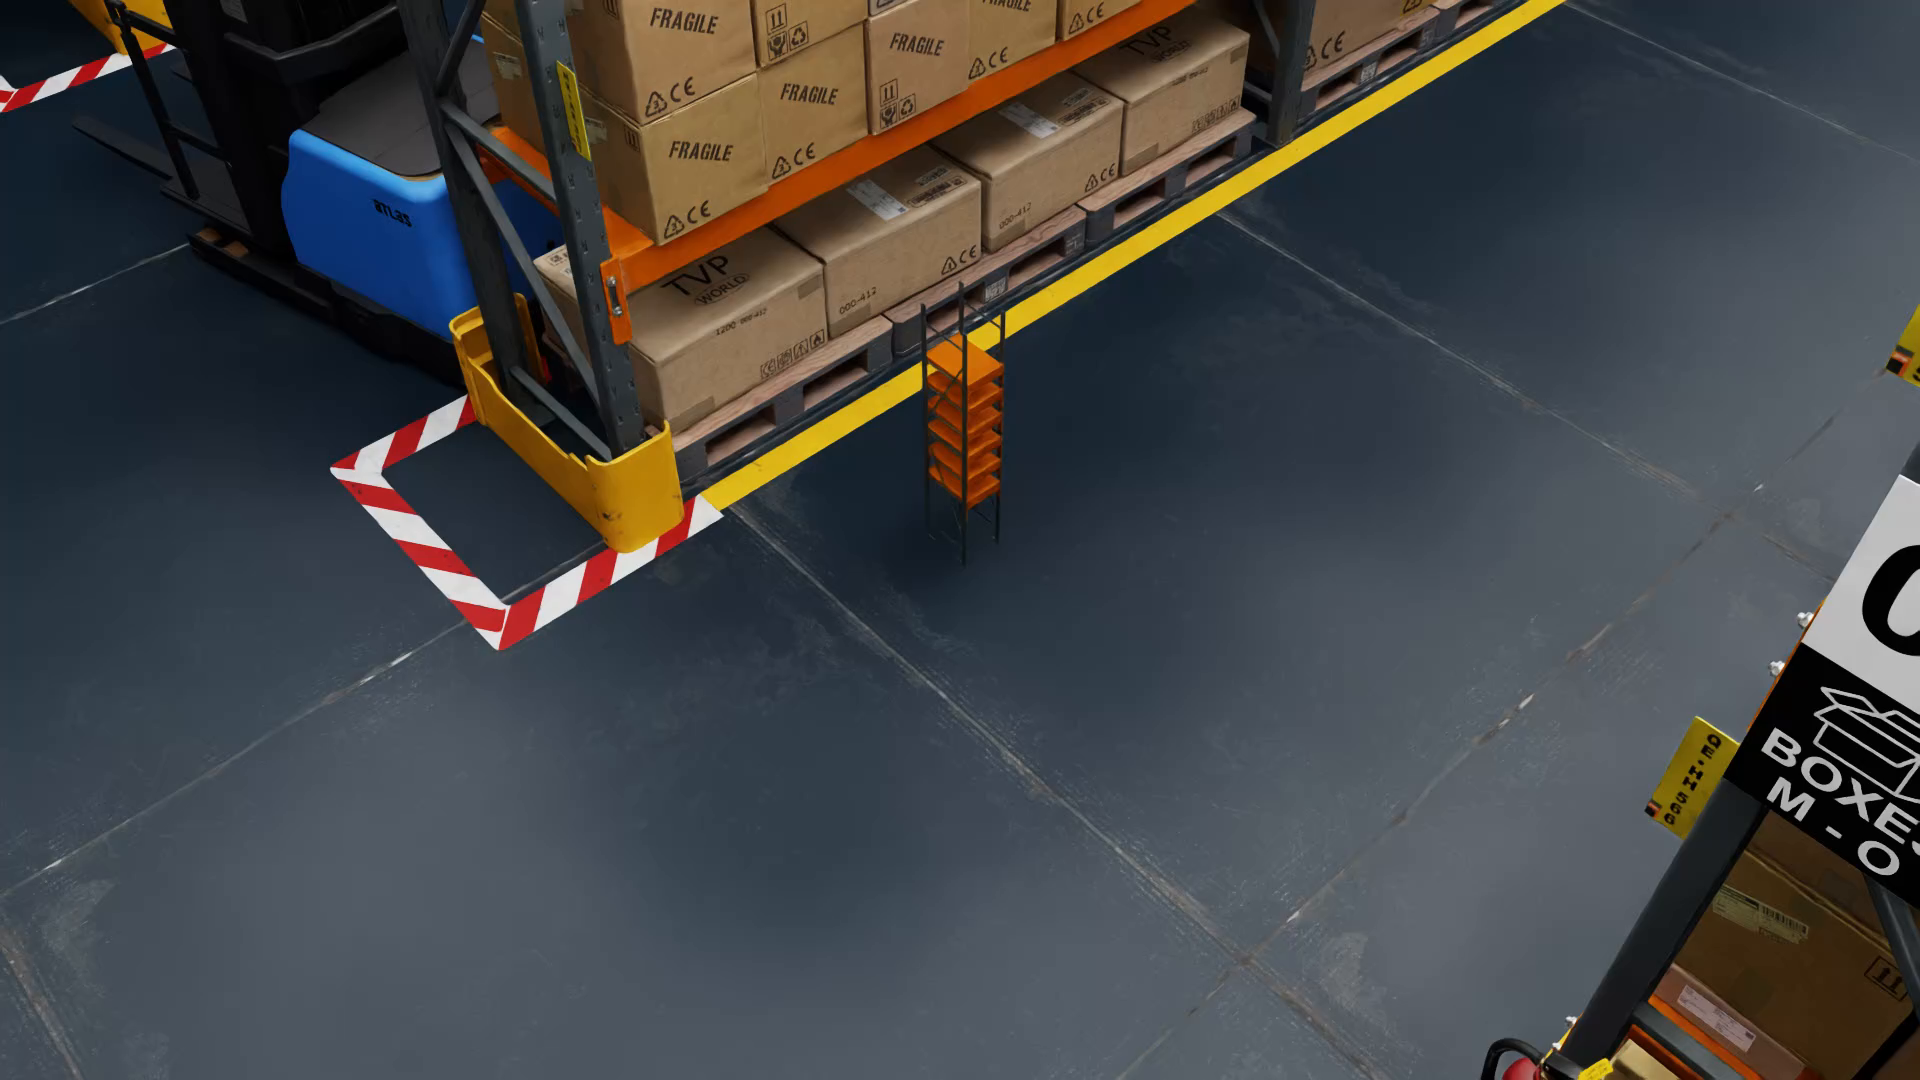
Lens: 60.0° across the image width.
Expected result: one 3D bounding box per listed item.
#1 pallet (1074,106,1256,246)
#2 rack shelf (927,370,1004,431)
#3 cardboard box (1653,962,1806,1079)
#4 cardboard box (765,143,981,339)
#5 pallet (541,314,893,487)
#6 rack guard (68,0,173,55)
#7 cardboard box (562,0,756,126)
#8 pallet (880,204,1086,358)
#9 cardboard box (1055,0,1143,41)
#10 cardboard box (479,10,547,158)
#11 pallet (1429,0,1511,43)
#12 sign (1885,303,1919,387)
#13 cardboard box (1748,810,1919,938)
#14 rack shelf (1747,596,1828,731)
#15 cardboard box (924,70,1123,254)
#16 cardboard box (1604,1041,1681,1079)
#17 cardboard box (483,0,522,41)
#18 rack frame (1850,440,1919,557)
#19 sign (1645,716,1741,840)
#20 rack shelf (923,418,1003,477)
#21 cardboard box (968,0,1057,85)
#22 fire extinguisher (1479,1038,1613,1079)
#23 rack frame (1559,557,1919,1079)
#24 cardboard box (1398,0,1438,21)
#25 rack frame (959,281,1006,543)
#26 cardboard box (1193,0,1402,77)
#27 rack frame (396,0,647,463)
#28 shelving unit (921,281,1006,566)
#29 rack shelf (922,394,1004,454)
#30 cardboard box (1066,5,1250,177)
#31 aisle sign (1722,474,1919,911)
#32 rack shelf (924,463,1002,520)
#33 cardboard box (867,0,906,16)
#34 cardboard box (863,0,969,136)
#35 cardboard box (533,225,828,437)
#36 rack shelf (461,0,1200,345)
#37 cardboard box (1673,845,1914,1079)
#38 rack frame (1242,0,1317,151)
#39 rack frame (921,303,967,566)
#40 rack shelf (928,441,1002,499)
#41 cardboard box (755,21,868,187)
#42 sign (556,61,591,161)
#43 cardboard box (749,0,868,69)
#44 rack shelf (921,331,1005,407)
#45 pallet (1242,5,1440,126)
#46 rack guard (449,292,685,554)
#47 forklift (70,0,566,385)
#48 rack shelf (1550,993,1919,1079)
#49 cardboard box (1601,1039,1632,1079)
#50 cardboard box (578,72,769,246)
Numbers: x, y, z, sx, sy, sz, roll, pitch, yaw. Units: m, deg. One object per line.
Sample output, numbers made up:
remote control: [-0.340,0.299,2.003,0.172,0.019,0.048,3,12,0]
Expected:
pallet: [0.737,-2.056,8.503,1.213,0.211,1.003,-34,56,-27]
rack shelf: [0.011,-0.547,6.172,0.180,0.103,0.258,-34,56,-27]
cardboard box: [1.849,1.055,3.906,0.250,0.149,0.380,-34,56,-27]
cardboard box: [-0.515,-1.468,7.521,0.875,0.438,0.875,-32,55,-26]
pallet: [-1.068,-0.849,7.390,1.213,0.211,1.003,-34,56,-27]
rack guard: [-4.893,-3.244,9.403,0.348,0.500,1.175,-34,56,-27]
cardboard box: [-1.060,-1.812,5.633,0.500,0.500,0.500,-35,56,-28]
pallet: [-0.166,-1.449,7.944,1.213,0.211,1.003,-34,56,-27]
cardboard box: [0.442,-2.486,6.935,0.500,0.500,0.500,-35,56,-28]
cardboard box: [-1.428,-1.773,6.277,0.500,0.500,0.500,-33,56,-27]
pallet: [2.776,-3.418,9.760,1.213,0.211,1.003,-34,56,-27]
sign: [1.439,-0.344,2.383,0.005,0.325,0.100,-34,56,-27]
cardboard box: [1.969,0.449,3.344,0.500,0.500,0.500,-35,56,-28]
rack shelf: [3.277,-0.477,3.598,4.000,0.370,1.077,-34,56,-27]
cardboard box: [0.154,-1.913,7.932,0.875,0.438,0.875,-35,56,-28]
cardboard box: [2.019,1.508,4.567,0.250,0.149,0.380,-33,55,-27]
cardboard box: [-1.411,-2.098,5.896,0.500,0.500,0.500,-32,55,-26]
rack frame: [1.798,-0.750,1.319,0.127,3.000,1.000,-34,56,-27]
sign: [1.439,0.473,3.269,0.005,0.325,0.100,-34,56,-27]
rack shelf: [0.011,-0.384,6.348,0.180,0.103,0.258,-34,56,-27]
cardboard box: [0.044,-2.236,6.704,0.500,0.500,0.500,-32,55,-26]
fire extinguisher: [1.301,1.311,3.806,0.183,0.674,0.296,-34,56,-27]
rack frame: [1.798,1.285,3.524,0.127,3.000,1.000,-34,56,-27]
cardboard box: [2.420,-3.557,9.151,0.875,0.875,0.875,-32,55,-26]
rack frame: [0.078,-0.459,6.357,0.006,1.200,0.240,-34,56,-27]
cardboard box: [1.757,-3.107,8.735,0.875,0.875,0.875,-32,55,-26]
rack frame: [-1.607,-1.357,5.961,0.127,3.000,1.000,-34,56,-27]
shelving unit: [0.011,-0.414,6.316,0.189,1.200,0.258,-34,56,-27]
rack shelf: [0.011,-0.465,6.260,0.180,0.103,0.258,-34,56,-27]
cardboard box: [0.816,-2.356,8.341,0.875,0.438,0.875,-35,56,-28]
aisle sign: [1.542,0.276,2.685,0.004,0.787,0.394,-34,56,-27]
rack shelf: [0.011,-0.221,6.525,0.180,0.103,0.258,-34,56,-27]
cardboard box: [-0.307,-2.330,6.111,0.500,0.500,0.500,-34,56,-27]
cardboard box: [-0.315,-1.979,6.467,0.500,0.500,0.500,-34,56,-27]
cardboard box: [-1.186,-1.011,7.100,0.875,0.438,0.875,-36,57,-28]
rack shelf: [-0.127,-2.102,7.138,4.000,0.370,1.077,-34,56,-27]
cardboard box: [1.957,0.788,3.712,0.500,0.500,0.500,-33,55,-26]
rack frame: [1.352,-3.335,7.786,0.127,3.000,1.000,-34,56,-27]
rack frame: [-0.057,-0.369,6.274,0.006,1.200,0.240,-34,56,-27]
rack shelf: [0.011,-0.303,6.436,0.180,0.103,0.258,-34,56,-27]
cardboard box: [-0.703,-1.737,6.244,0.500,0.500,0.500,-35,56,-28]
sign: [-1.238,-1.373,5.333,0.005,0.325,0.100,-34,56,-27]
cardboard box: [-0.683,-2.072,5.872,0.500,0.500,0.500,-35,56,-28]
rack shelf: [0.011,-0.628,6.084,0.180,0.103,0.258,-34,56,-27]
pallet: [1.873,-2.811,9.200,1.213,0.211,1.003,-34,56,-27]
rack guard: [-1.625,-0.497,6.869,0.348,0.500,1.175,-34,56,-27]
forklift: [-3.063,-2.534,7.094,3.031,2.935,1.130,27,53,23]
rack shelf: [3.277,0.540,4.700,4.000,0.370,1.077,-34,56,-27]
cardboard box: [1.996,1.592,4.692,0.250,0.149,0.380,-35,56,-28]
cardboard box: [-1.059,-1.472,5.999,0.500,0.500,0.500,-34,56,-27]
